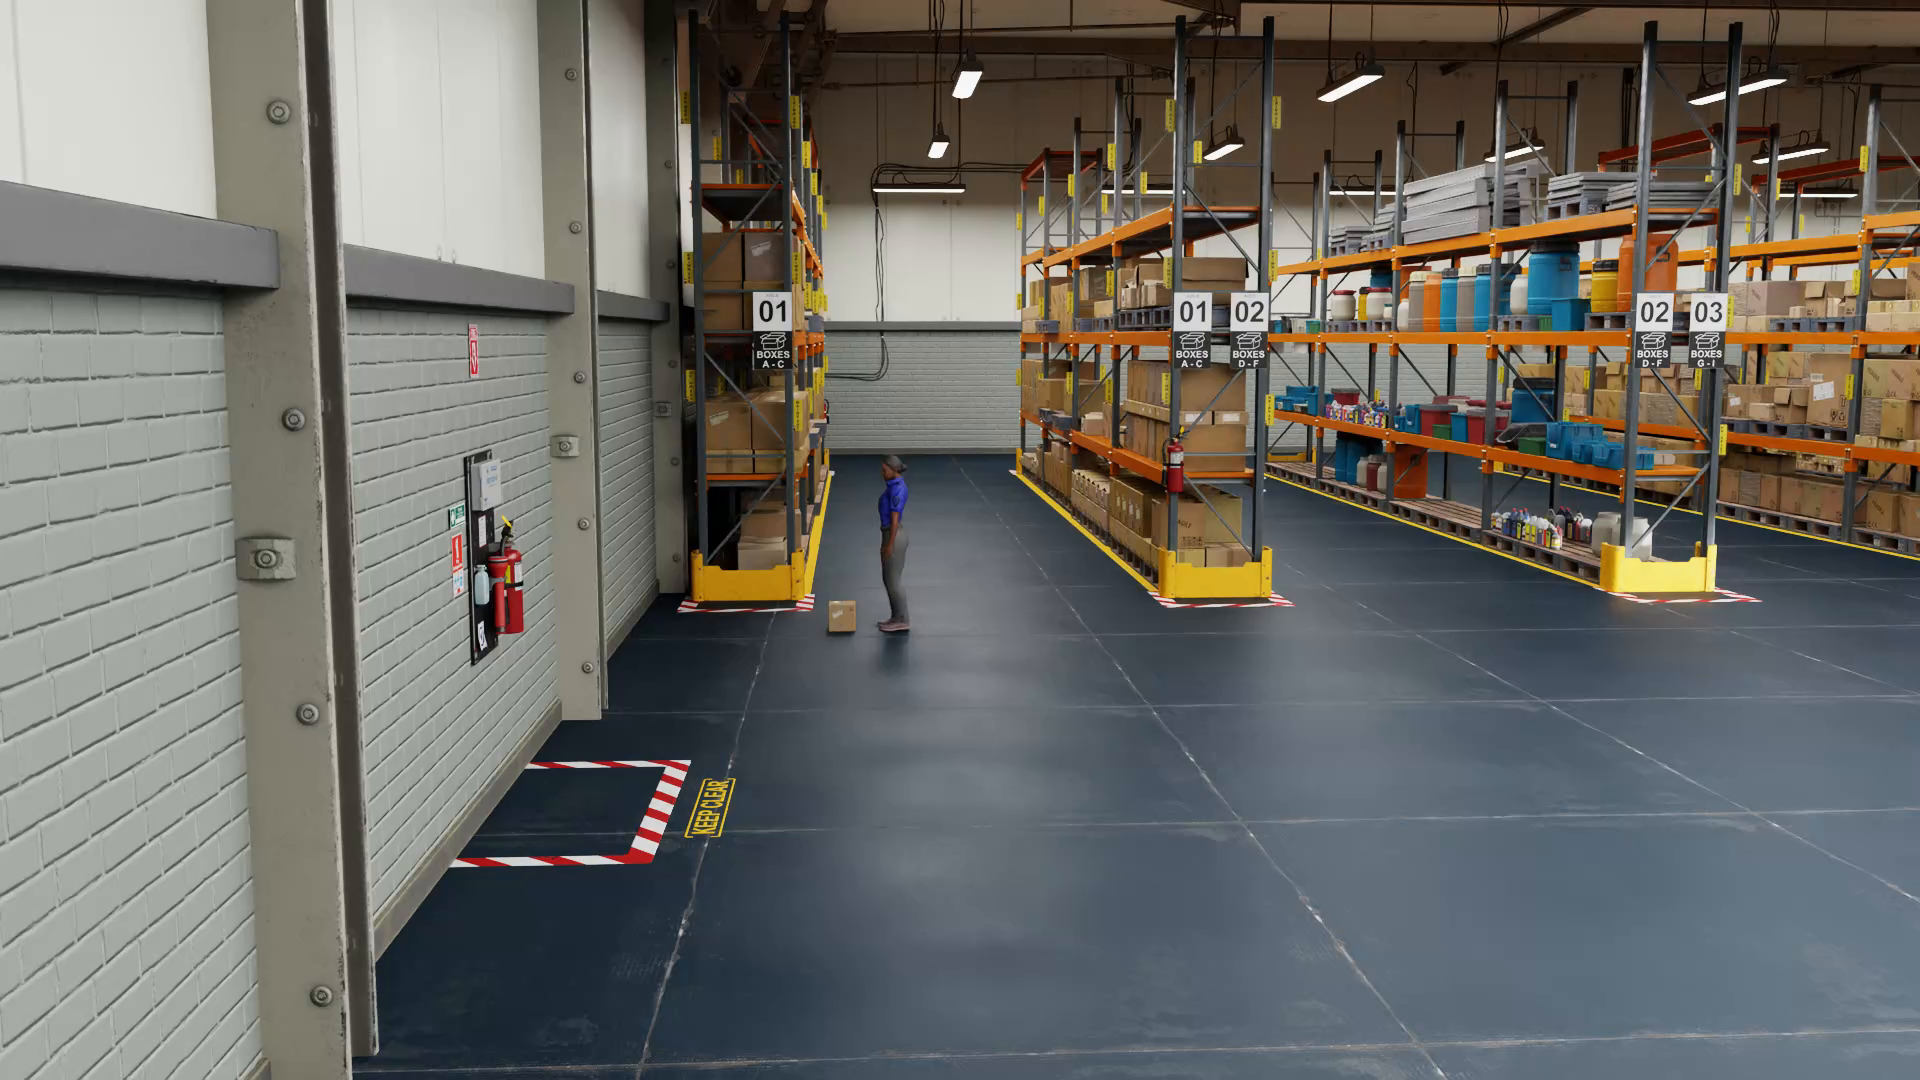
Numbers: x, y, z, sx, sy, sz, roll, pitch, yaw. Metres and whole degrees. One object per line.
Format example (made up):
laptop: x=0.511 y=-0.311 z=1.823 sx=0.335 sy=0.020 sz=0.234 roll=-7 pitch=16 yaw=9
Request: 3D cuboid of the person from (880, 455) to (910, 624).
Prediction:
person: x=-0.614 y=-0.014 z=15.611 sx=0.276 sy=1.578 sz=0.434 roll=0 pitch=7 yaw=-3
